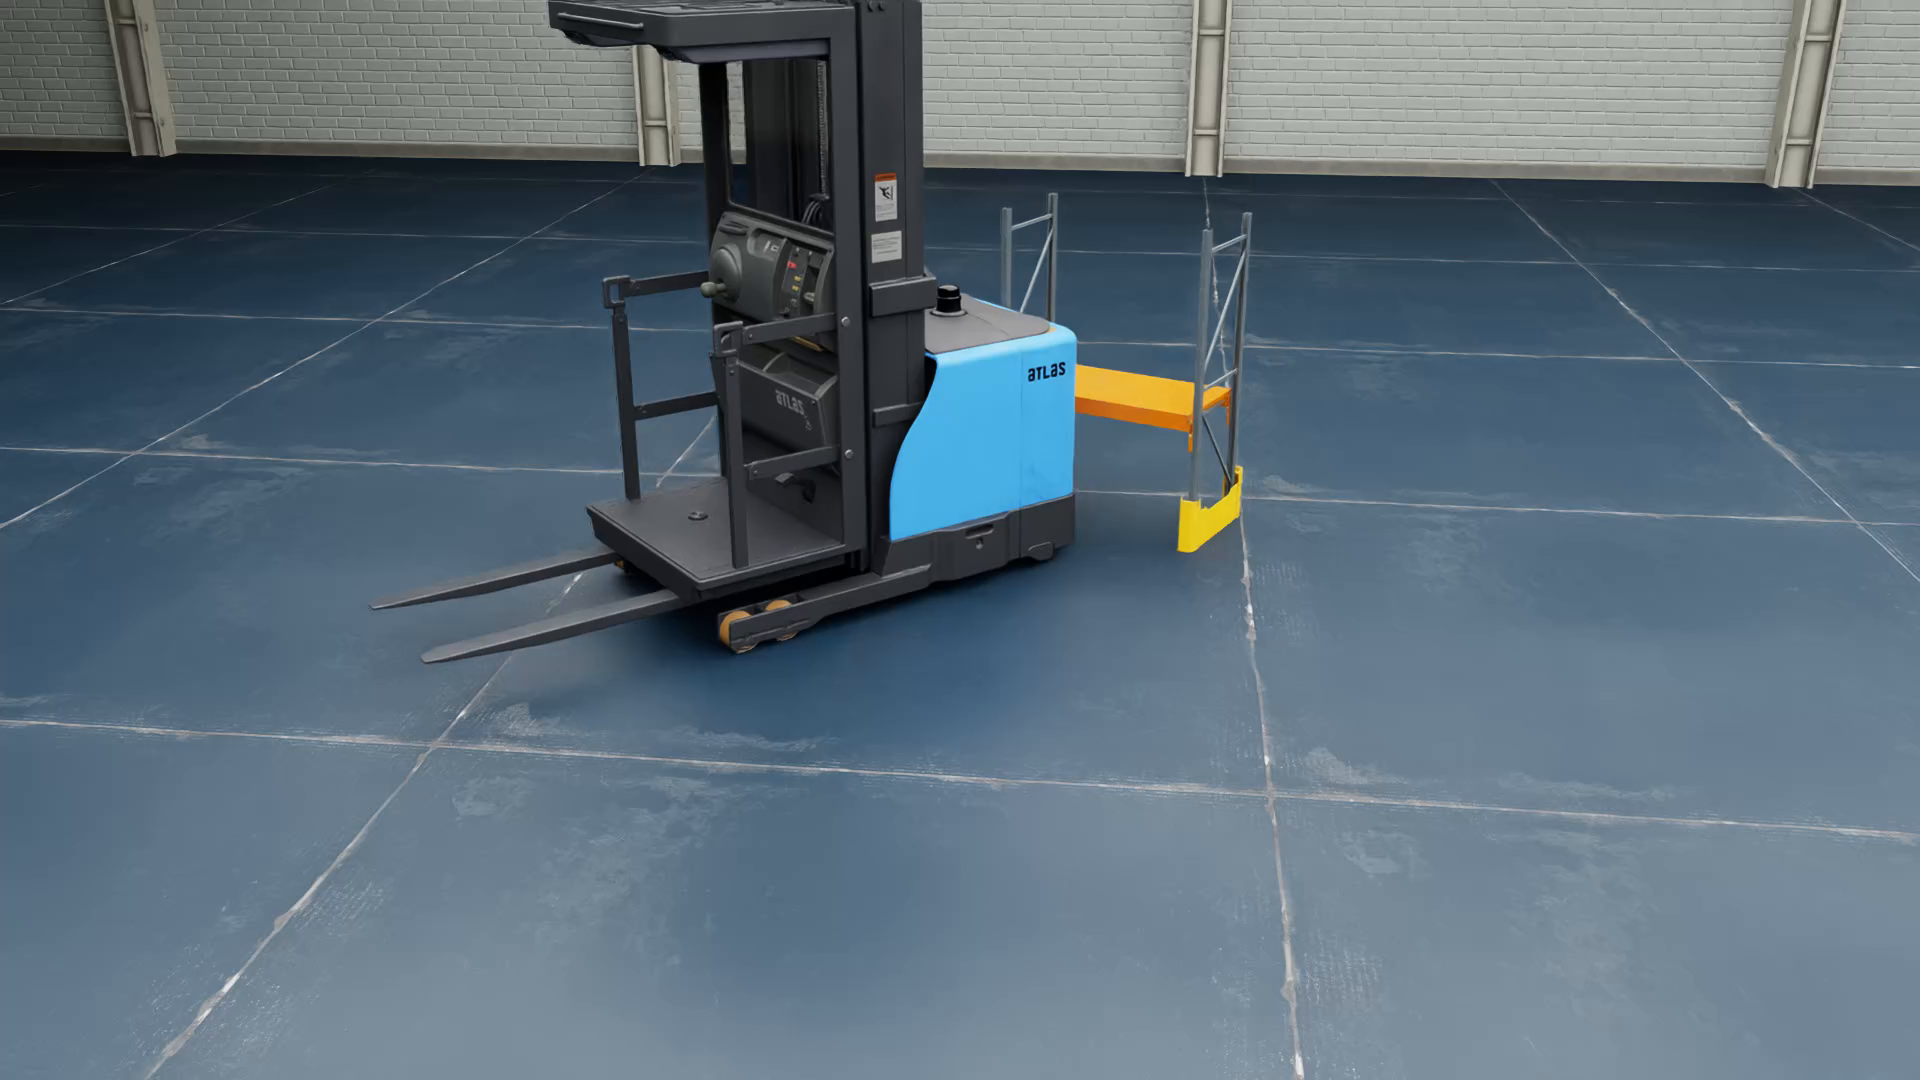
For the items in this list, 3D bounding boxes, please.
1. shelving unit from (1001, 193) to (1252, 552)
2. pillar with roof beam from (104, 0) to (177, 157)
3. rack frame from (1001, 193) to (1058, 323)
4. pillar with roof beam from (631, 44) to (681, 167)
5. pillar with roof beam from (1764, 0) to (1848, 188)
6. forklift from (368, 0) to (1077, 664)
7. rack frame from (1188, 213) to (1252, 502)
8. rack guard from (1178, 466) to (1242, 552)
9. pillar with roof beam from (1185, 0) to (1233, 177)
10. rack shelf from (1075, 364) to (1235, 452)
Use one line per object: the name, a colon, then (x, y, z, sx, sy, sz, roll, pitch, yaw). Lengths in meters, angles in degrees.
shelving unit: (0.780, -0.832, 8.004, 1.083, 1.500, 0.587, 13, 25, 29)
pillar with roof beam: (-9.803, -7.067, 13.576, 0.400, 9.000, 9.100, 2, 22, 6)
rack frame: (0.338, -0.931, 8.254, 0.032, 1.500, 0.500, 13, 25, 29)
pillar with roof beam: (-3.845, -6.808, 12.919, 0.400, 9.000, 9.100, 2, 22, 6)
pillar with roof beam: (8.072, -6.288, 11.606, 0.400, 9.000, 9.100, 2, 22, 6)
forklift: (-0.958, -1.125, 6.799, 3.031, 2.935, 1.130, -15, 26, -33)
rack frame: (1.207, -0.736, 7.762, 0.032, 1.500, 0.500, 13, 25, 29)
rack guard: (1.206, -0.155, 7.993, 0.087, 0.250, 0.587, 13, 25, 29)
pillar with roof beam: (2.113, -6.548, 12.263, 0.400, 9.000, 9.100, 2, 22, 6)
rack shelf: (0.772, -0.666, 8.074, 1.000, 0.185, 0.538, 13, 25, 29)
